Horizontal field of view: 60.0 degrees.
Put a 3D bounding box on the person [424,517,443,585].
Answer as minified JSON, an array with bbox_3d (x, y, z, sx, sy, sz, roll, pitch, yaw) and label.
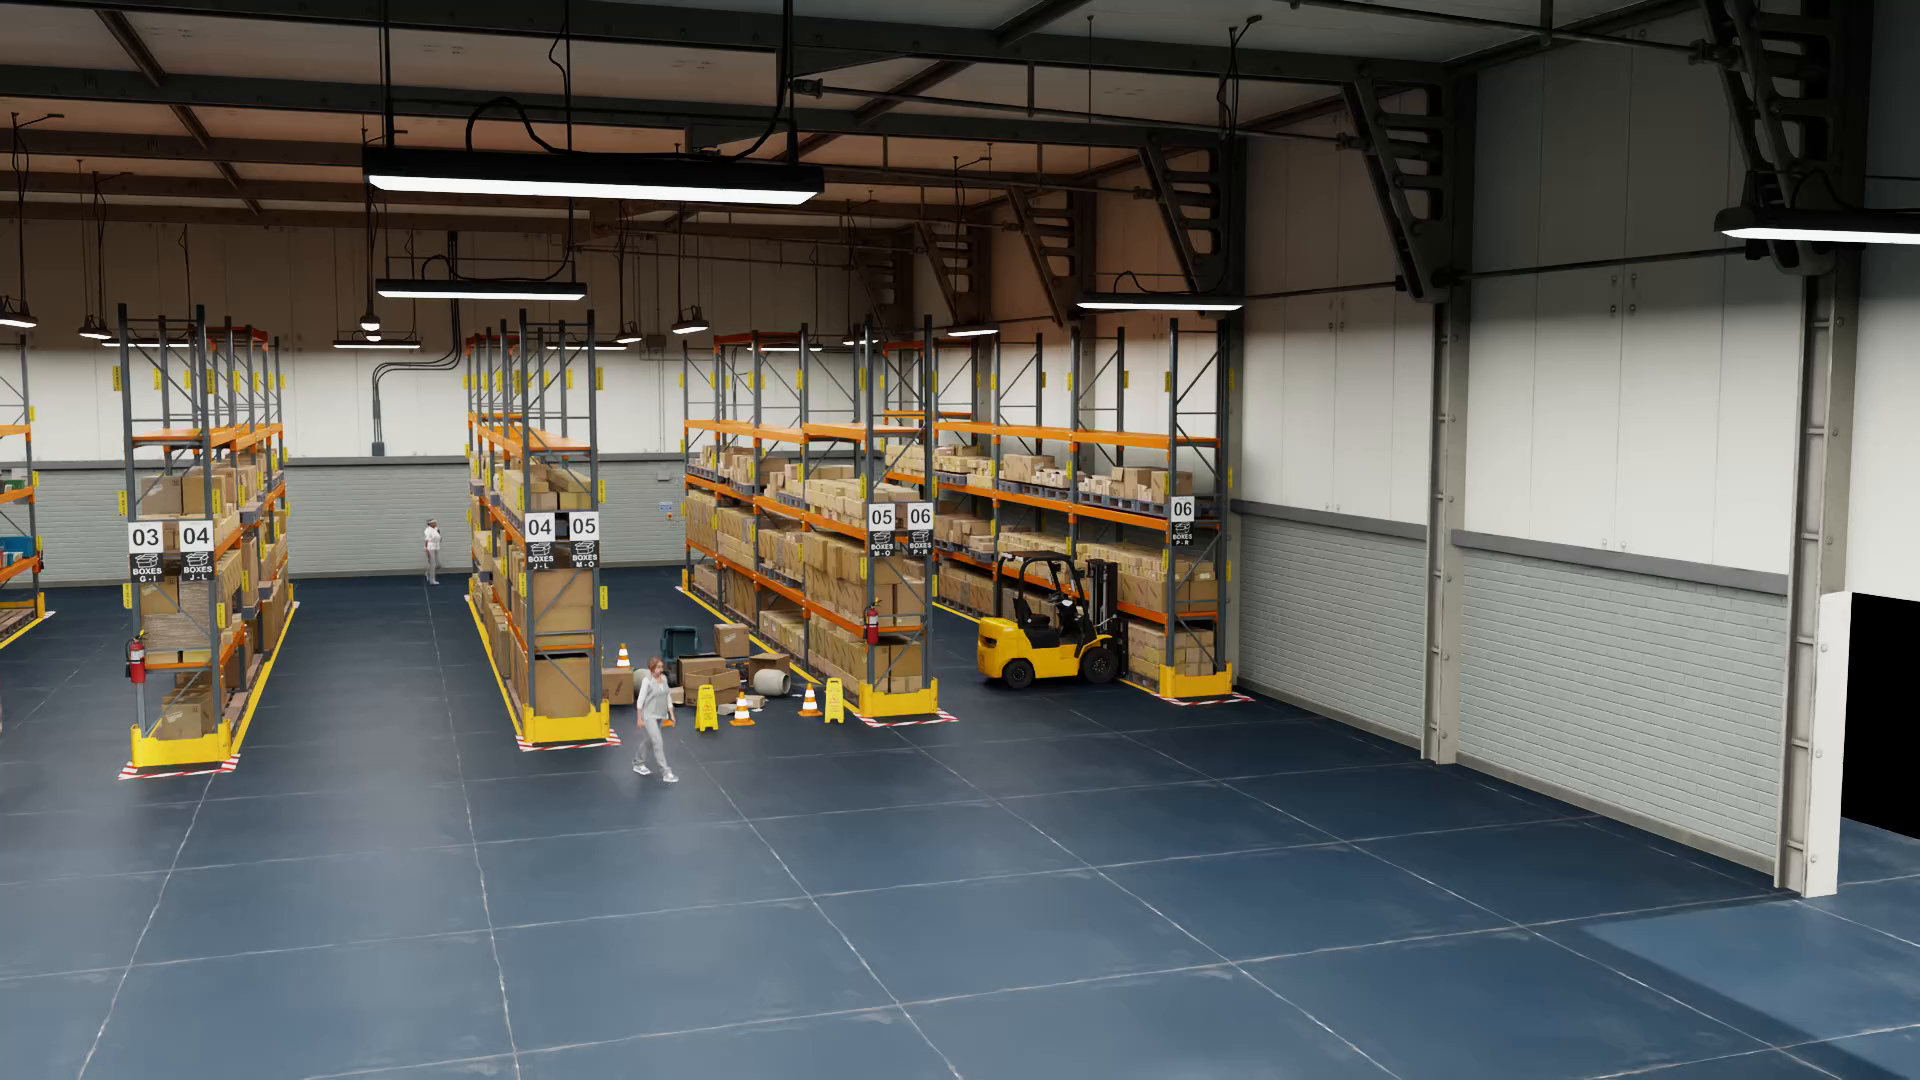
[{"bbox_3d":[-13.073,0.254,41.097,0.537,1.670,0.454,3,6,25],"label":"person"}]

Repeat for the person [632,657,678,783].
[{"bbox_3d":[-3.806,2.230,20.891,0.951,1.542,0.444,3,6,30],"label":"person"}]
